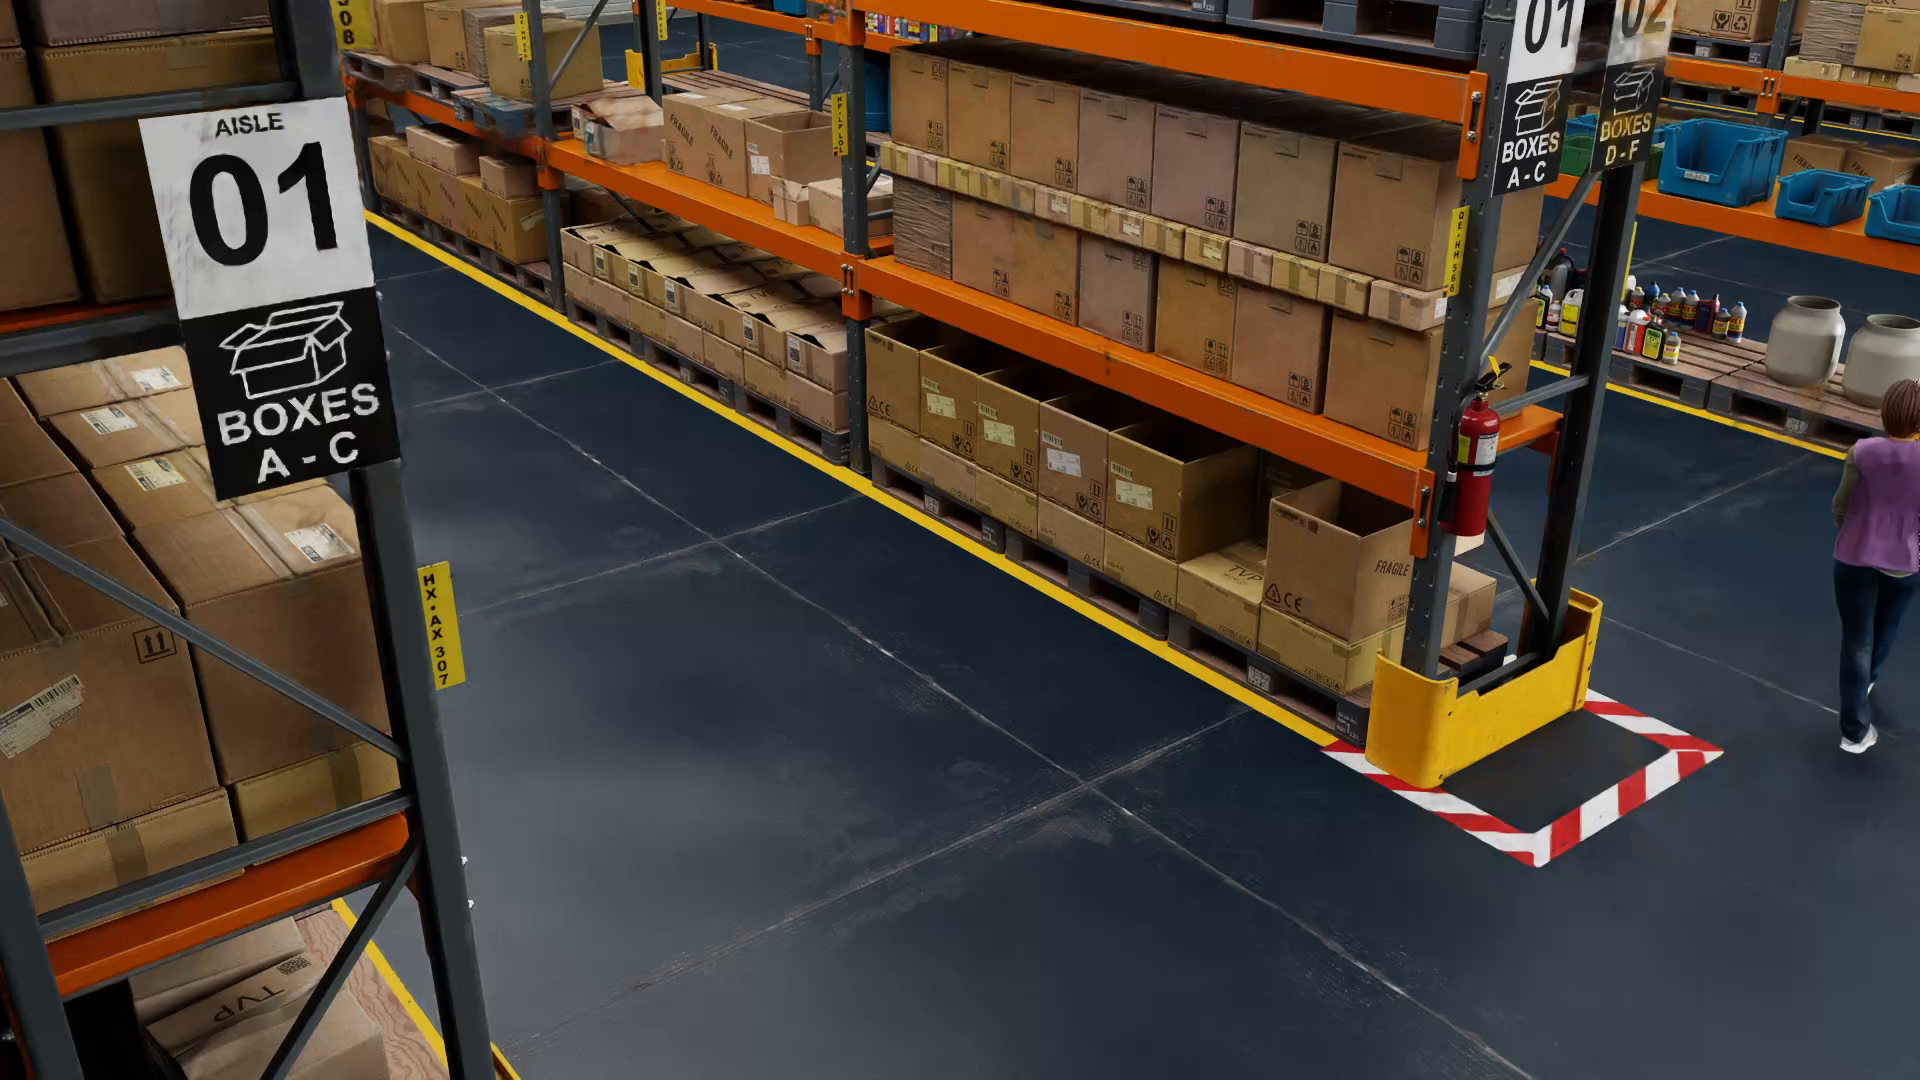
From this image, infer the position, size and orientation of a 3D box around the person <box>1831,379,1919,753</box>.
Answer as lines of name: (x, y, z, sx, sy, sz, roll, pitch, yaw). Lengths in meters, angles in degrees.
person: (3.864, 0.059, 6.949, 0.487, 1.557, 0.831, 10, 27, 20)
